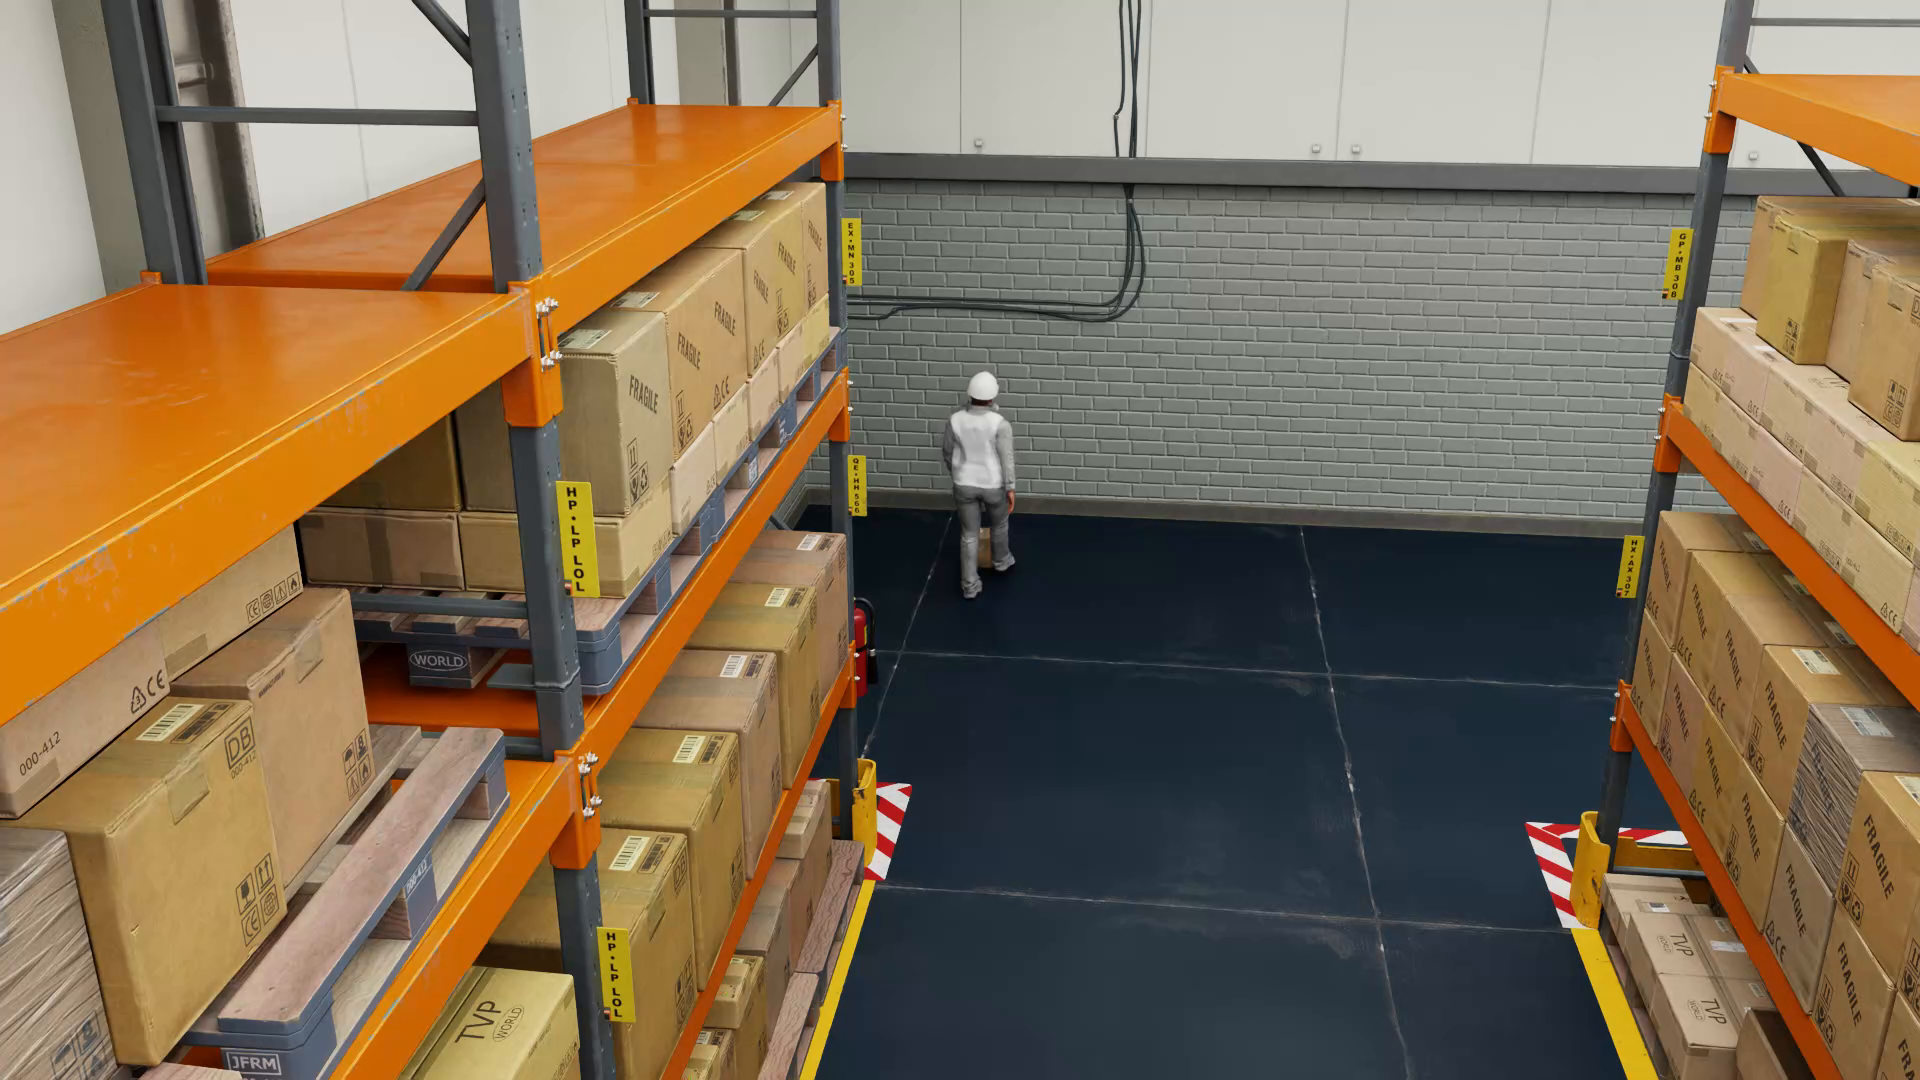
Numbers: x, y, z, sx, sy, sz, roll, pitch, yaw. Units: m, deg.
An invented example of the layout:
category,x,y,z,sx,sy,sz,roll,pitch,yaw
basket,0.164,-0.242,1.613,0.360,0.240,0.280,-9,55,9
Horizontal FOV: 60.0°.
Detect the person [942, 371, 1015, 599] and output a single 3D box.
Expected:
category,x,y,z,sx,sy,sz,roll,pitch,yaw
person,0.173,-0.494,12.755,0.587,1.749,0.849,4,21,9
